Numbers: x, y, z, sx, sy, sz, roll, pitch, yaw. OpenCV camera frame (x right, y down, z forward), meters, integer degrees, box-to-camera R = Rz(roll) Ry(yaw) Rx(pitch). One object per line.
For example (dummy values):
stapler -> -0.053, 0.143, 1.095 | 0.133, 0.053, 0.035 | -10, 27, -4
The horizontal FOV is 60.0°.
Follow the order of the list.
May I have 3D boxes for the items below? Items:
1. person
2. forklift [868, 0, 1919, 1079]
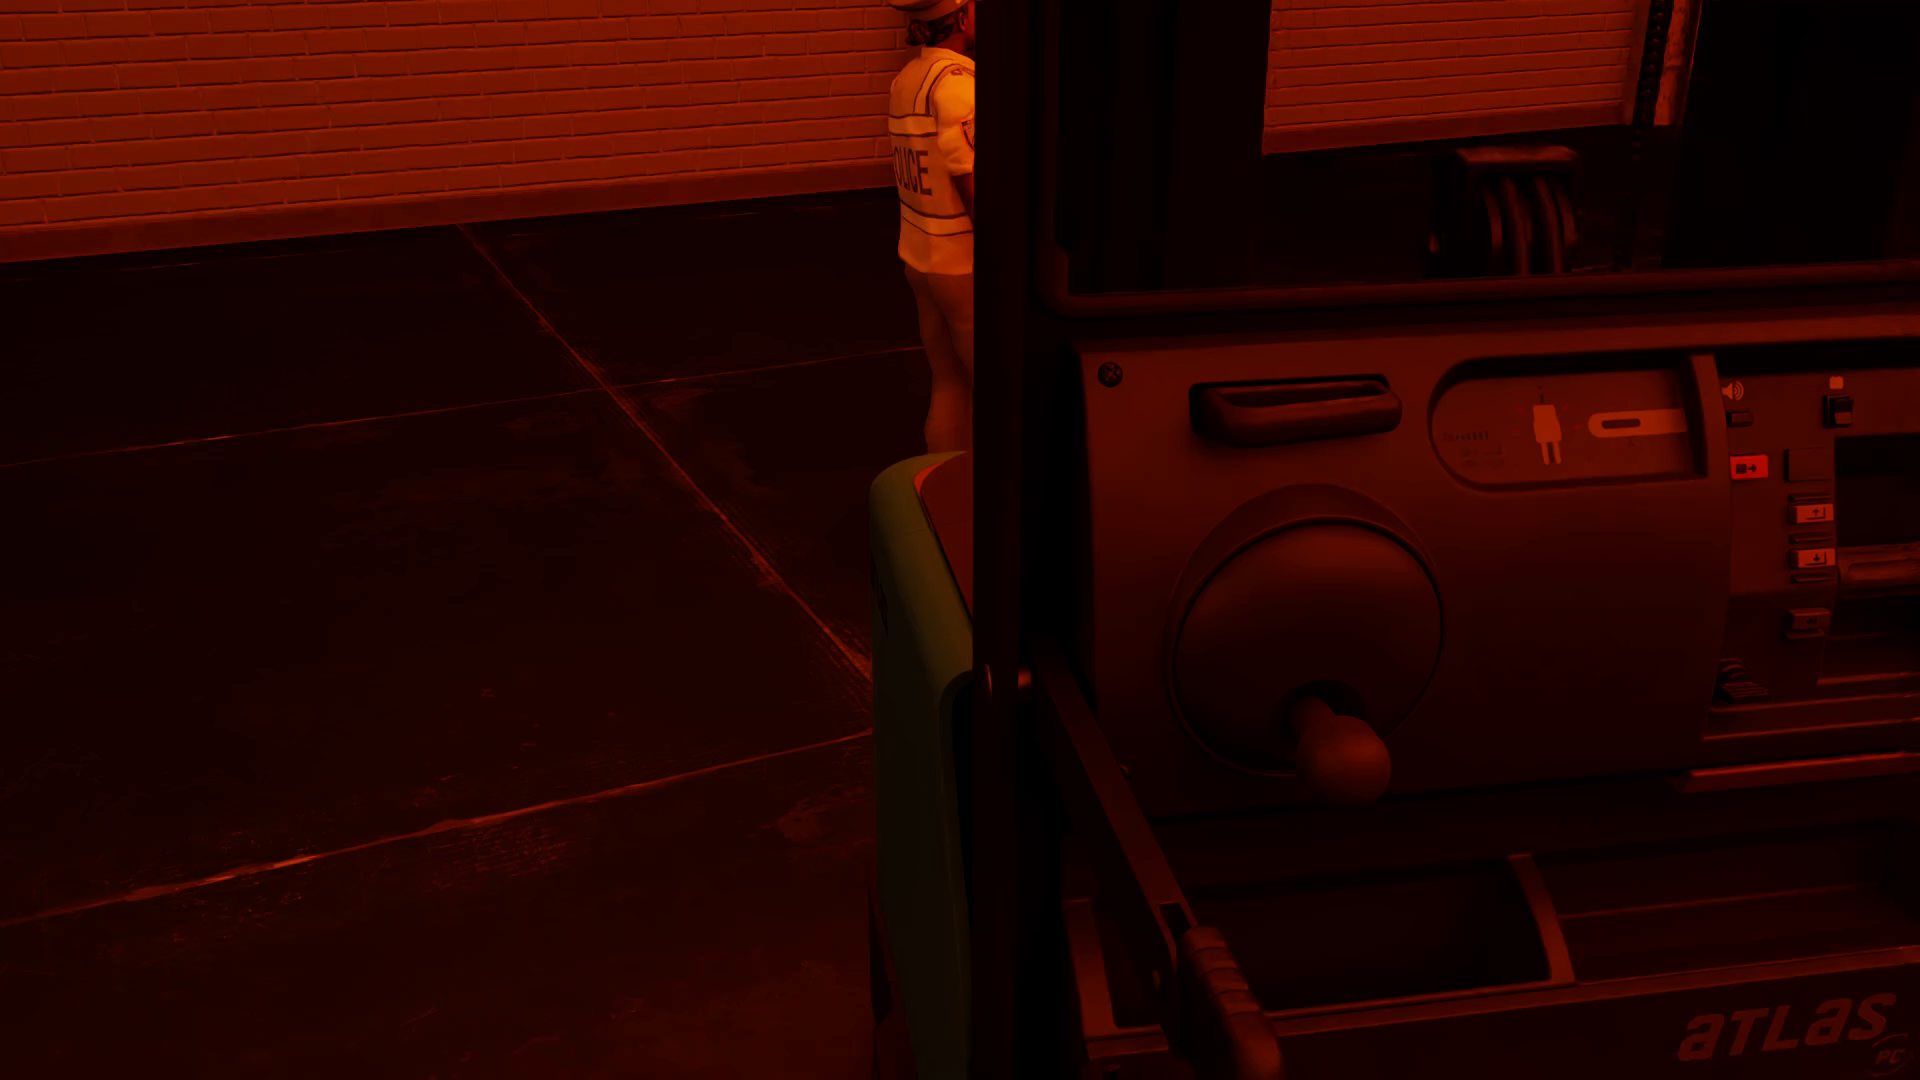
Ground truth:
person -> 0.077, -0.795, 4.791 | 0.528, 1.695, 0.569 | -10, 25, -23
forklift -> 0.596, 0.027, 1.222 | 1.130, 2.935, 3.031 | -4, 23, -9
